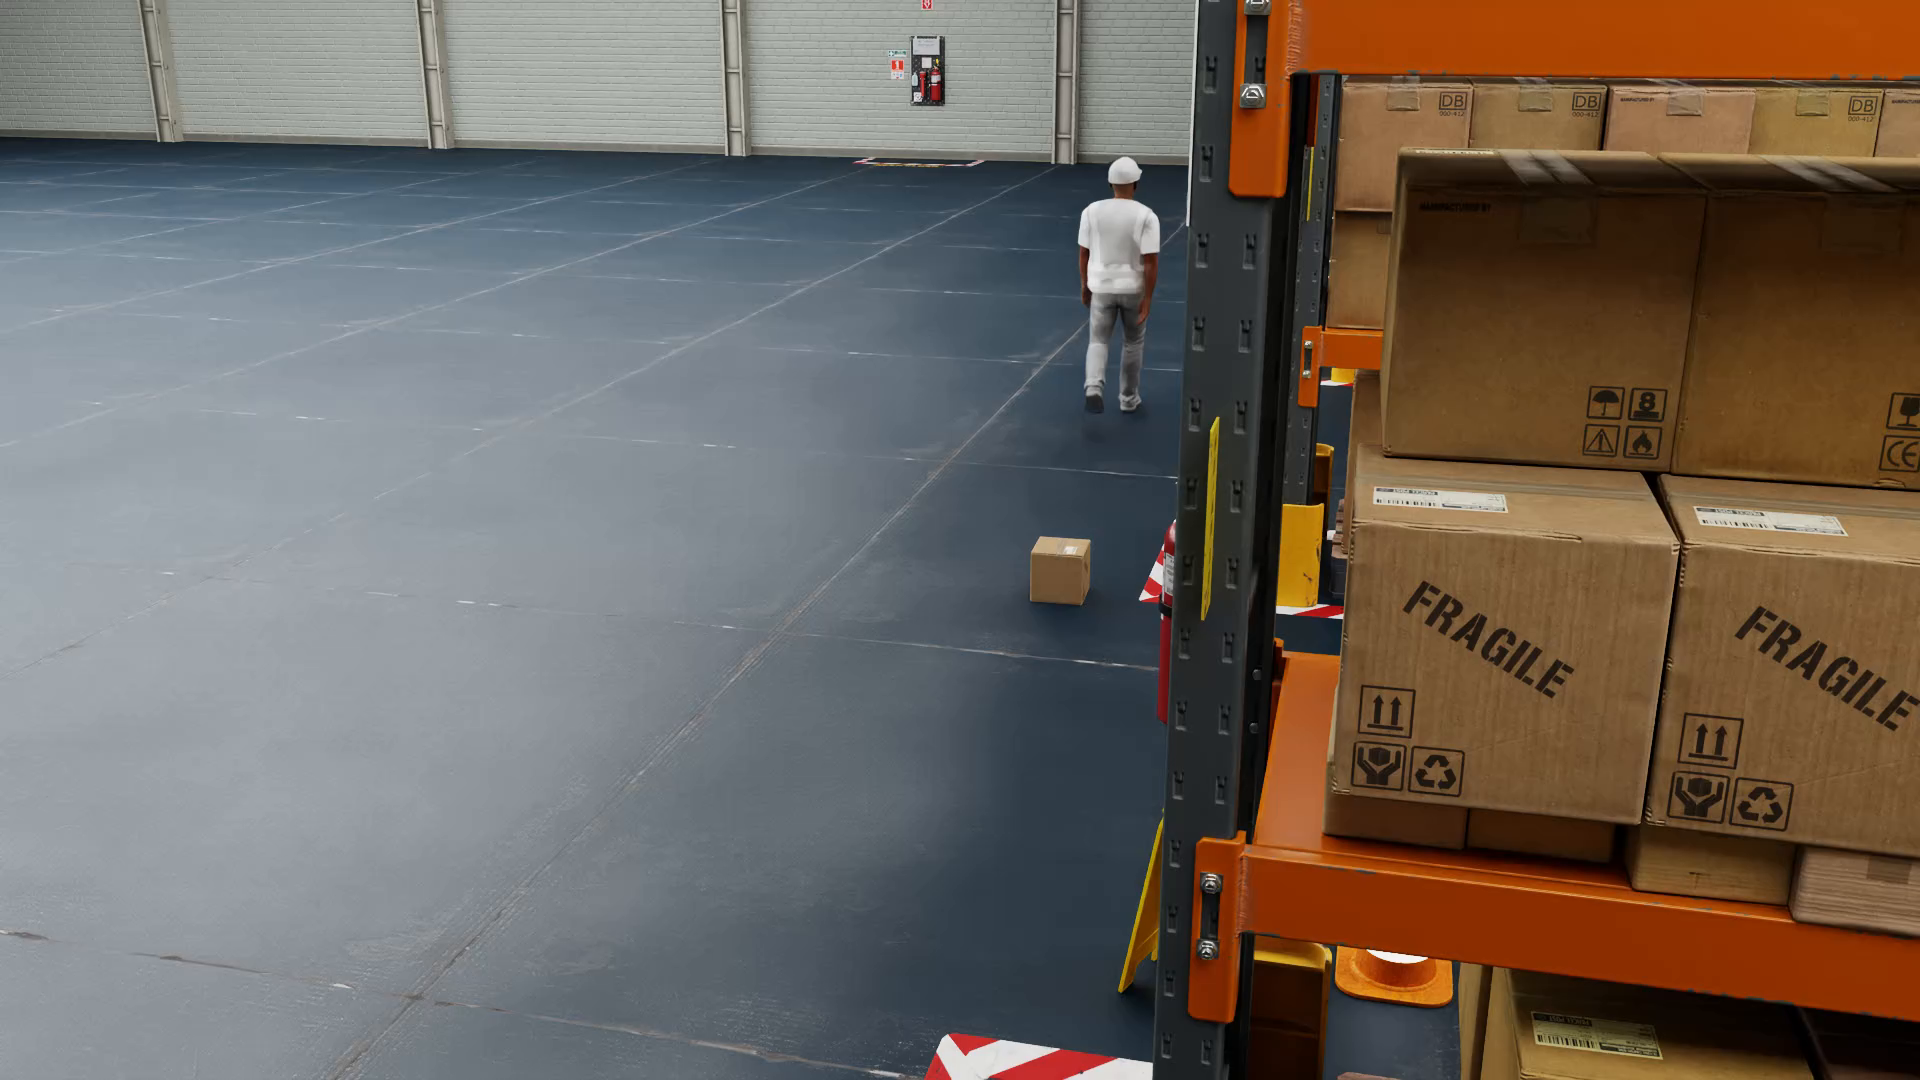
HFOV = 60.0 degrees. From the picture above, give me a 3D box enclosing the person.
[{"bbox_3d":[1.055,-1.673,11.112,0.553,1.740,0.894,4,19,11],"label":"person"}]
